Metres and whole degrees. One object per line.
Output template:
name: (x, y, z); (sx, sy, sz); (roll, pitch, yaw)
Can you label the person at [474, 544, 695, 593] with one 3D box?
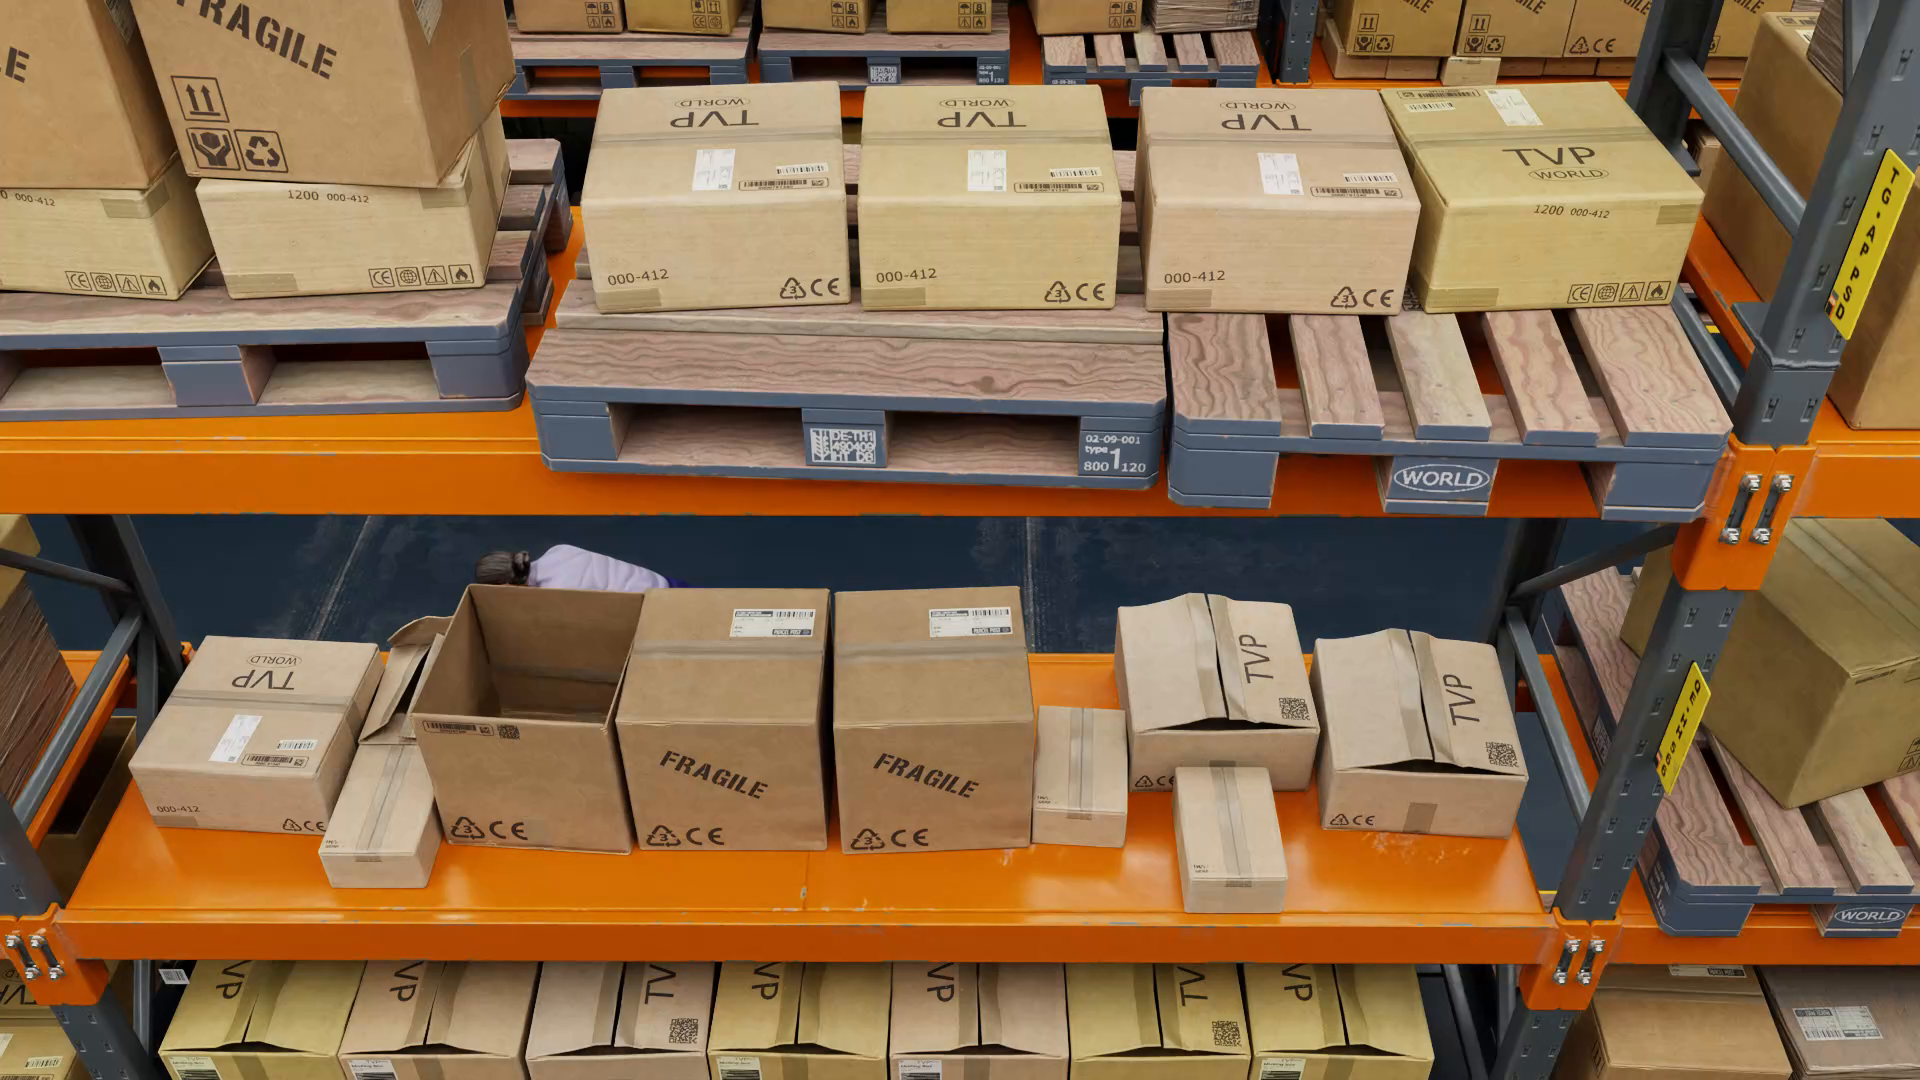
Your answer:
person: (-1.391, 0.345, 6.418); (0.818, 0.808, 0.518); (0, 40, 0)
